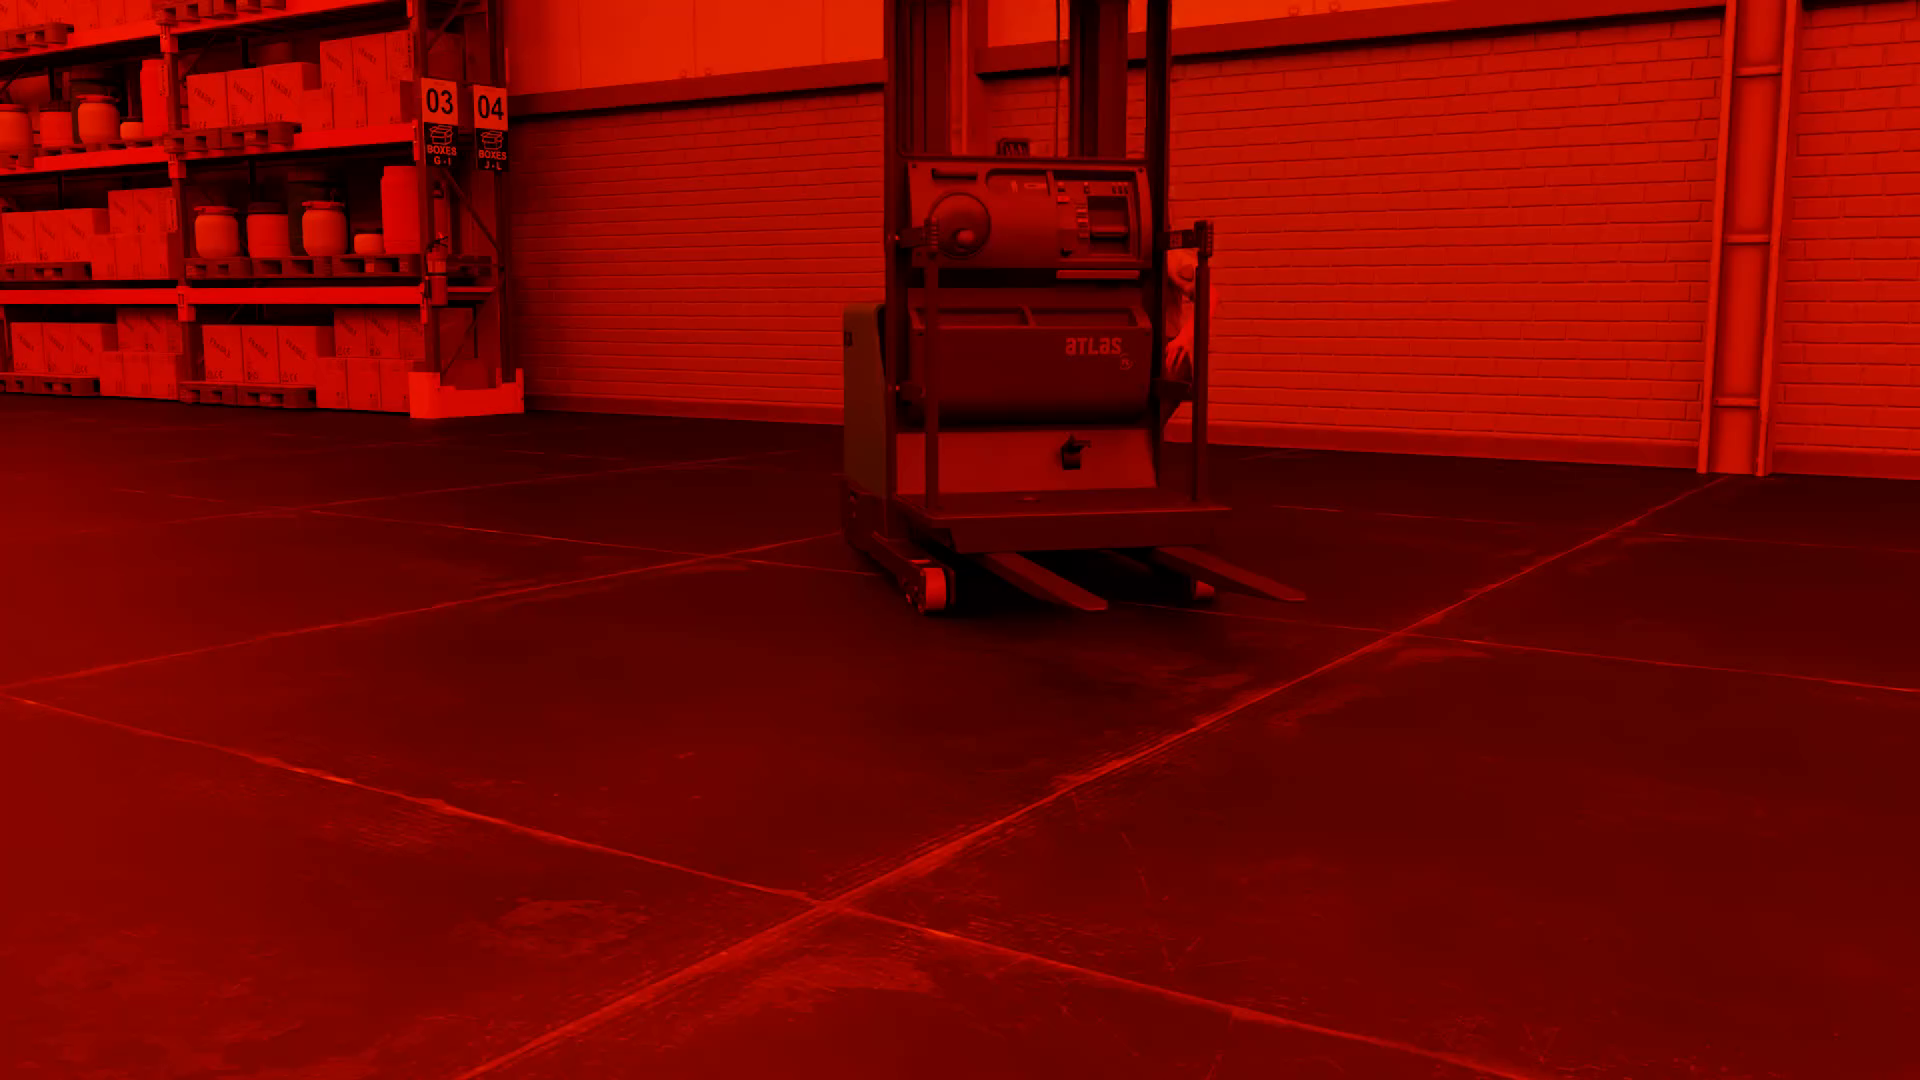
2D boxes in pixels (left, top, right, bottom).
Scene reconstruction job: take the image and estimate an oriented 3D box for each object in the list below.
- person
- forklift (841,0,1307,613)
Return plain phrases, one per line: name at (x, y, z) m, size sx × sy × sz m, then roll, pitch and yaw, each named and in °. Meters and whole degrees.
person at (0.710, -0.753, 7.370) m, size 0.633 × 1.576 × 0.890 m, roll -3°, pitch 9°, yaw -19°
forklift at (0.318, -1.253, 6.006) m, size 1.130 × 2.935 × 3.031 m, roll -2°, pitch 8°, yaw -14°
